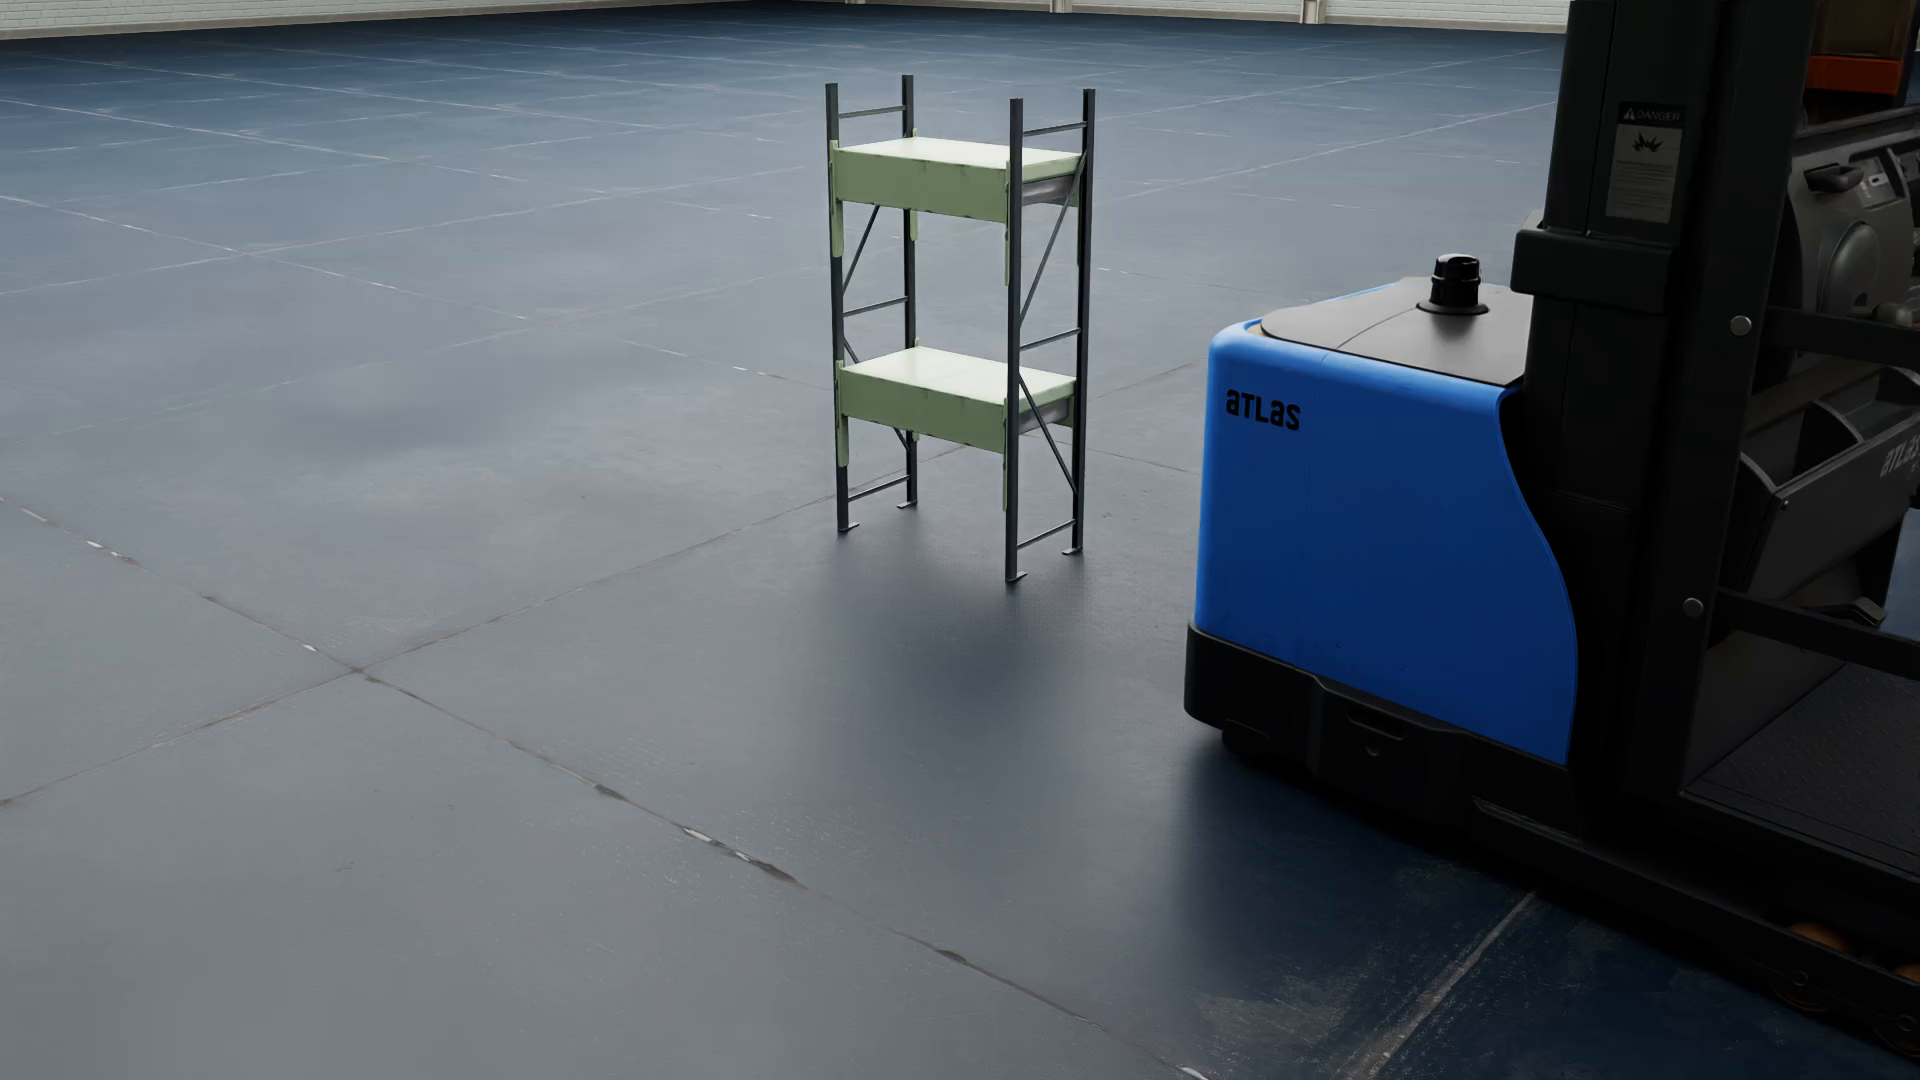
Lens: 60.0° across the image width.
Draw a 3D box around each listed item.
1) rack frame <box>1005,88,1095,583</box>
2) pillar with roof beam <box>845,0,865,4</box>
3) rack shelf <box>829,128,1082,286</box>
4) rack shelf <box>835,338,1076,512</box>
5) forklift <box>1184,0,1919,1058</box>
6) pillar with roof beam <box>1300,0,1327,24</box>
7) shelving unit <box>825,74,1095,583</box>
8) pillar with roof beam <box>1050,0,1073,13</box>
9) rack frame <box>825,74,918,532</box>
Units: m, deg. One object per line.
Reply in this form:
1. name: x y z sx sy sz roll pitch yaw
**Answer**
1. rack frame: 0.278 -0.622 5.191 0.023 1.500 0.400 16 26 36
2. pillar with roof beam: -5.191 -15.724 34.611 0.400 9.000 9.100 16 26 36
3. rack shelf: -0.005 -1.068 5.270 0.720 0.370 0.431 16 26 36
4. rack shelf: -0.005 -0.398 5.523 0.720 0.370 0.431 16 26 36
5. forklift: 1.960 -0.611 3.134 1.130 2.935 3.031 -19 28 -40
6. pillar with roof beam: 4.105 -13.047 27.512 0.400 9.000 9.100 16 26 36
7. shelving unit: -0.005 -0.703 5.407 0.755 1.500 0.431 16 26 36
8. pillar with roof beam: -0.543 -14.385 31.062 0.400 9.000 9.100 16 26 36
9. rack frame: -0.289 -0.785 5.624 0.023 1.500 0.400 16 26 36
